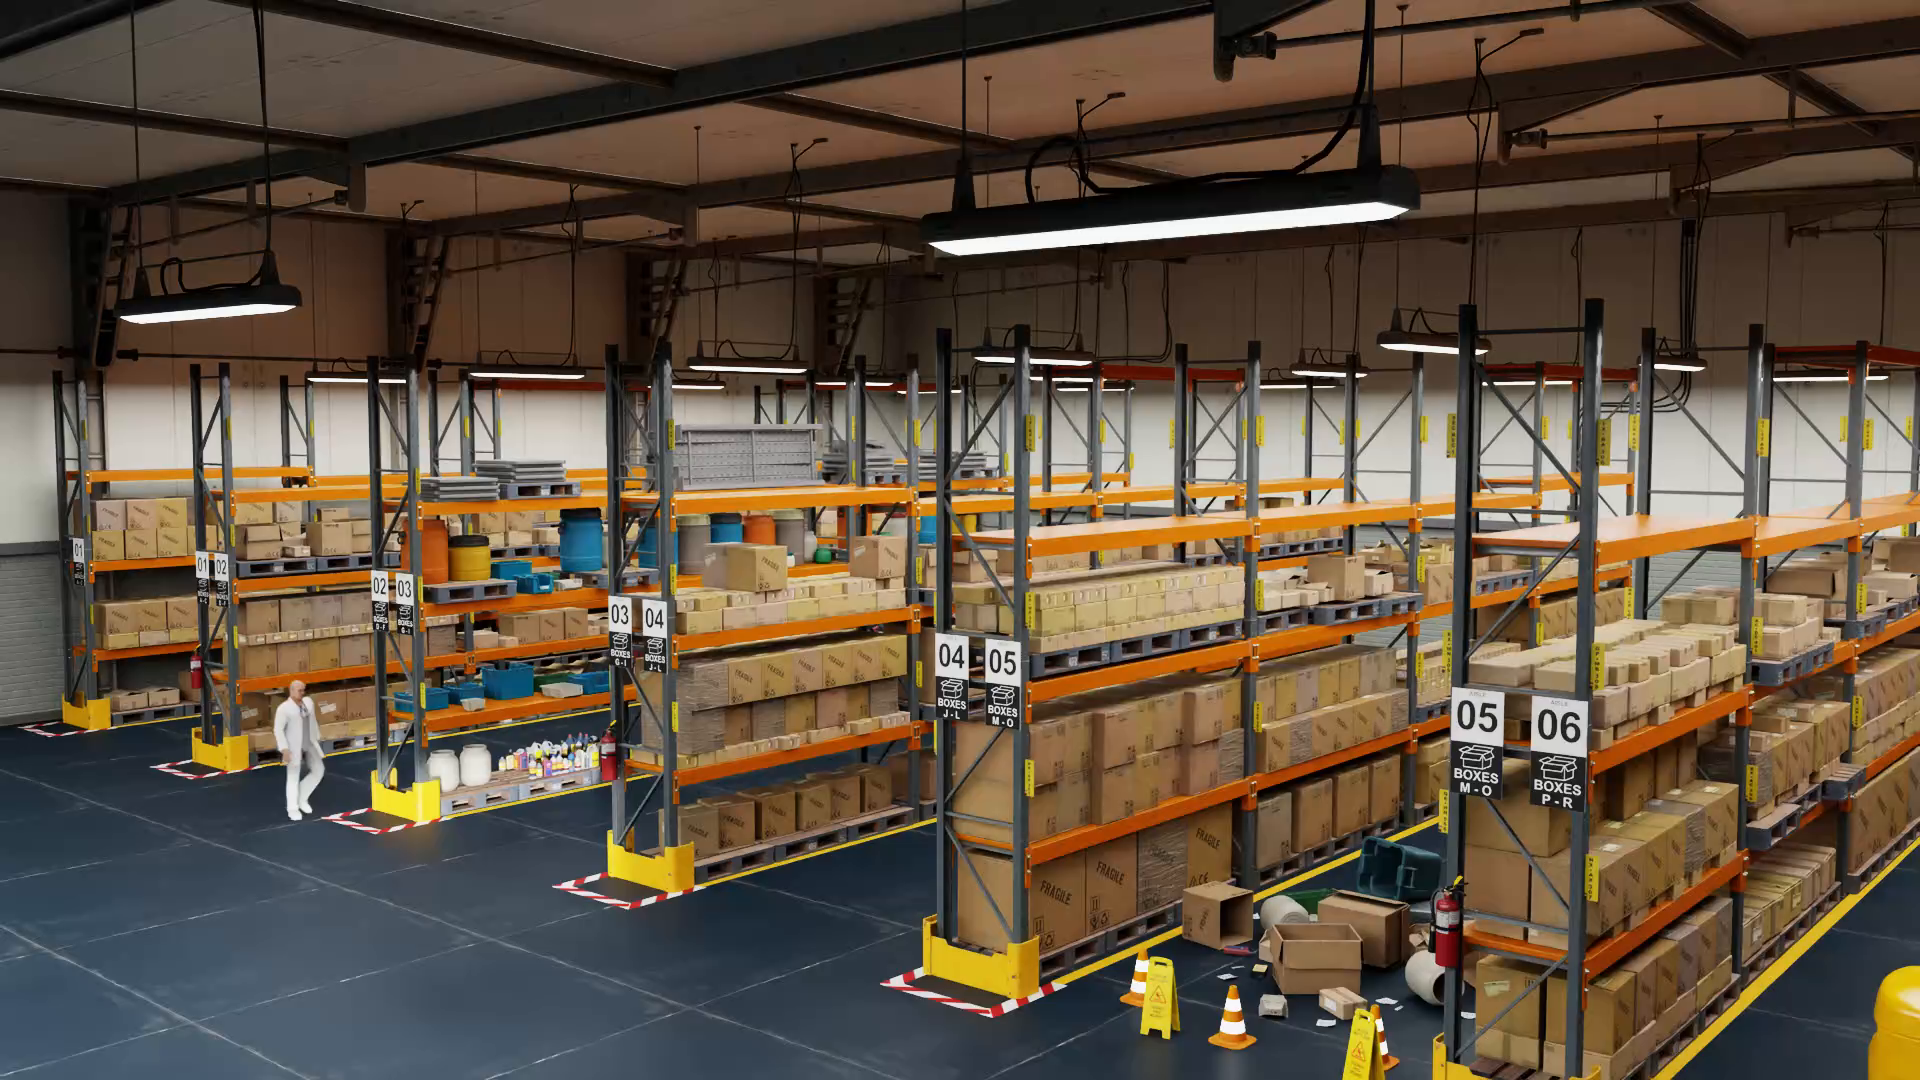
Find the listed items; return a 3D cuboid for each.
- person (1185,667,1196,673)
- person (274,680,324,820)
[{"bbox_3d":[3.247,2.543,23.909,0.419,1.785,0.613,2,4,20],"label":"person"},{"bbox_3d":[-8.613,2.713,21.698,0.568,1.785,0.720,3,5,34],"label":"person"}]
